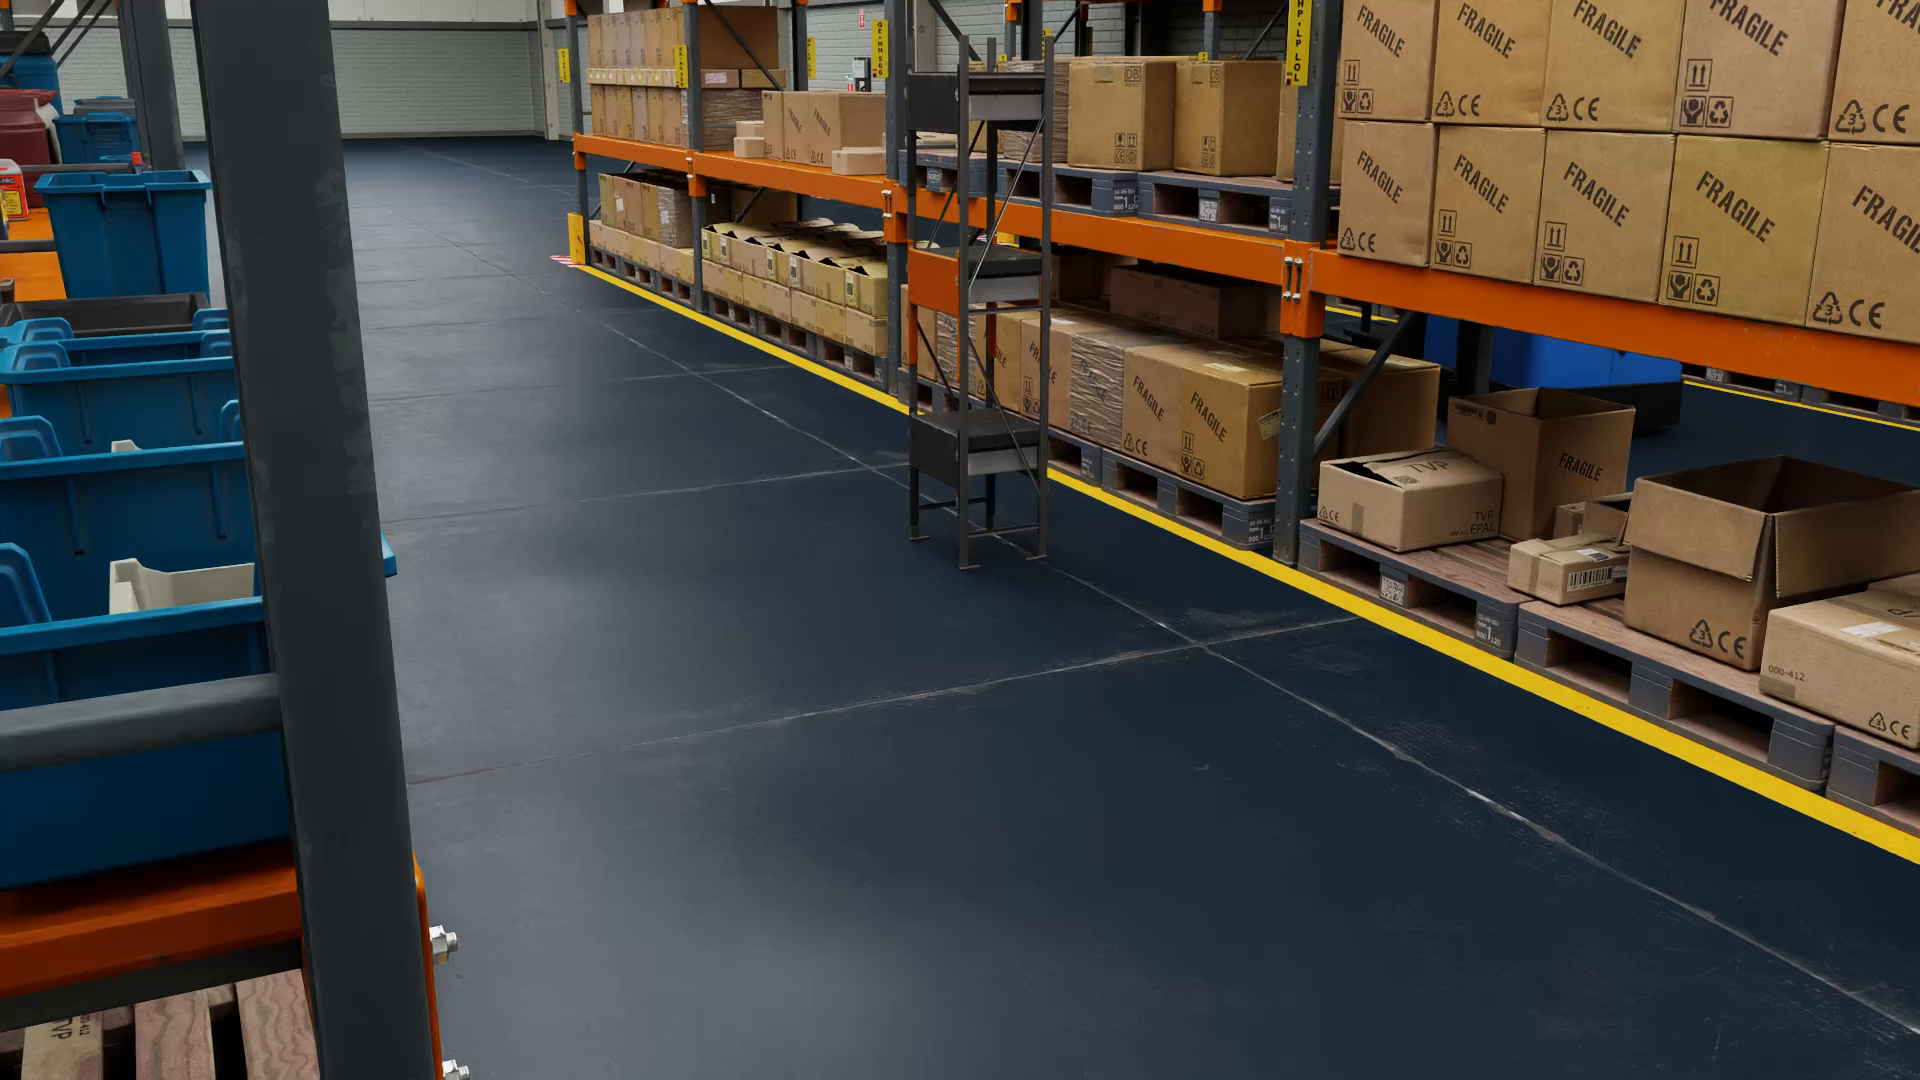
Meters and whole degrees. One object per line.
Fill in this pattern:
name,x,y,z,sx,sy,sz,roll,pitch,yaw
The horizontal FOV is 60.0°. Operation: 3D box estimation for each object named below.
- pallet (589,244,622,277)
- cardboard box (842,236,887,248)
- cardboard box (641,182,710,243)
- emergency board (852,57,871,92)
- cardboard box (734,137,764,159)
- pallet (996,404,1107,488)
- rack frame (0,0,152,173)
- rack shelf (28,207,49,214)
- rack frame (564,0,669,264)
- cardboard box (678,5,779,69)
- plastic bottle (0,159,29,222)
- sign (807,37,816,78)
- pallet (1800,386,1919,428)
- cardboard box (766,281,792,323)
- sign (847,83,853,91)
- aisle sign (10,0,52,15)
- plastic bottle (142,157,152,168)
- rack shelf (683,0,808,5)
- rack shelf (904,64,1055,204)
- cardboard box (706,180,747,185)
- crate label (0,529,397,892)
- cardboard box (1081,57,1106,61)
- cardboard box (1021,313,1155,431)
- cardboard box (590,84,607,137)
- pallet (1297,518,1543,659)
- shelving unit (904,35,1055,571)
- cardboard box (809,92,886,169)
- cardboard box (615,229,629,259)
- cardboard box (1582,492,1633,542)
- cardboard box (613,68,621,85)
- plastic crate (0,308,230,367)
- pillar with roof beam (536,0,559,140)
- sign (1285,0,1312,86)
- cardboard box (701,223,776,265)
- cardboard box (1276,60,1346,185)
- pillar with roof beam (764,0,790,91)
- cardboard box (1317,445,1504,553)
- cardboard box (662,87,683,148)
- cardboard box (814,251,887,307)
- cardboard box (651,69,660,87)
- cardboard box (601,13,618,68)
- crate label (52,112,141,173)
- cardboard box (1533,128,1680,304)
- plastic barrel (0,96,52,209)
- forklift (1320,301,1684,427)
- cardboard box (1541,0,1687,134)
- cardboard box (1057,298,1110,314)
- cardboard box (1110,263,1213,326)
pallet,-3.103,-2.854,16.811,1.003,0.211,1.213,-8,18,-25
cardboard box,-0.622,-2.093,12.314,0.500,0.311,0.500,-8,18,-26
cardboard box,-2.554,-2.965,15.008,0.500,0.500,0.500,-8,18,-25
emergency board,-1.617,-7.014,26.254,0.194,1.169,0.643,-8,18,-25
cardboard box,-1.519,-3.021,12.797,0.380,0.149,0.250,-8,18,-25
pallet,0.852,-0.563,8.828,1.003,0.211,1.213,-8,18,-25
rack frame,-4.426,-1.797,8.075,1.000,3.000,0.127,-8,18,-25
rack shelf,-5.302,-1.947,9.902,1.077,0.370,4.000,-8,18,-25
rack frame,-3.476,-4.378,17.070,1.000,3.000,0.127,-8,18,-25
cardboard box,-1.924,-4.167,13.802,0.700,0.500,0.500,-8,18,-25
plastic bottle,-4.390,-1.609,7.646,0.152,0.276,0.135,-8,18,-25
sign,-1.240,-3.973,13.702,0.100,0.325,0.005,-8,18,-25
pallet,5.827,-0.844,9.810,1.003,0.211,1.213,-8,18,-25
cardboard box,-1.096,-1.756,12.154,0.500,0.250,0.500,-7,18,-24
sign,-1.767,-7.181,26.770,0.001,0.329,0.234,-8,18,-25
aisle sign,-8.225,-5.013,14.568,0.394,0.787,0.004,-8,18,-25
plastic bottle,-3.764,-1.635,7.722,0.061,0.283,0.133,-8,18,-25
rack shelf,-0.847,-3.987,11.571,1.077,0.370,4.000,-8,18,-25
rack shelf,0.072,-1.628,6.629,0.431,0.518,0.480,-8,18,-25
cardboard box,-2.084,-3.028,15.228,0.500,0.500,0.500,-8,18,-25
crate label,-0.733,0.137,1.529,0.416,0.233,0.303,-8,18,-25
cardboard box,1.579,-4.742,17.213,0.500,0.500,0.500,-7,17,-23
cardboard box,0.654,-0.874,8.594,0.500,0.500,0.500,-8,18,-27
cardboard box,-3.283,-4.309,16.647,0.700,0.500,0.500,-8,18,-25
pallet,2.081,0.108,6.492,1.003,0.211,1.213,-8,18,-25
shelving unit,0.072,-0.968,6.818,0.431,2.100,0.503,-8,18,-25
cardboard box,-0.721,-2.857,11.587,0.500,0.500,0.500,-9,18,-28
cardboard box,-3.000,-2.851,15.972,0.500,0.250,0.500,-8,18,-25
cardboard box,2.614,-0.029,5.991,0.500,0.311,0.500,-8,18,-25
cardboard box,-3.044,-4.359,15.646,0.380,0.149,0.250,-8,18,-27
plastic crate,-1.441,-0.264,2.926,0.416,0.233,0.300,-8,18,-25
pillar with roof beam,-14.953,-14.711,42.200,9.100,9.000,0.400,-8,18,-25
sign,1.284,-1.891,6.305,0.100,0.325,0.005,-8,18,-25
cardboard box,-1.767,-2.404,13.396,0.500,0.311,0.500,-8,18,-25
cardboard box,1.775,-1.797,7.133,0.500,0.500,0.700,15,22,42
pillar with roof beam,-7.067,-10.248,26.647,9.100,9.000,0.400,-8,18,-25
cardboard box,1.771,-0.192,6.558,0.500,0.311,0.500,-8,18,-25
cardboard box,-2.161,-3.674,14.434,0.700,0.500,0.500,-8,18,-25
cardboard box,-0.656,-1.773,11.197,0.500,0.311,0.500,-8,18,-26
cardboard box,-2.480,-4.040,14.535,0.380,0.149,0.250,-8,18,-25
cardboard box,-3.025,-4.790,15.971,0.700,0.500,0.500,-8,18,-26
crate label,-4.618,-2.093,9.042,0.502,0.435,0.616,-8,18,-25
cardboard box,2.204,-1.041,5.258,0.500,0.500,0.500,-8,18,-25
plastic barrel,-4.901,-1.941,8.330,0.600,0.536,0.708,-8,18,-25
forklift,3.115,-2.346,10.112,1.130,2.935,3.031,-5,17,-15
cardboard box,2.186,-1.525,5.134,0.500,0.500,0.500,-8,18,-27
cardboard box,0.876,-1.073,9.285,0.500,0.500,0.500,-8,18,-27
cardboard box,1.130,-1.295,8.700,0.500,0.250,0.500,-8,18,-26
